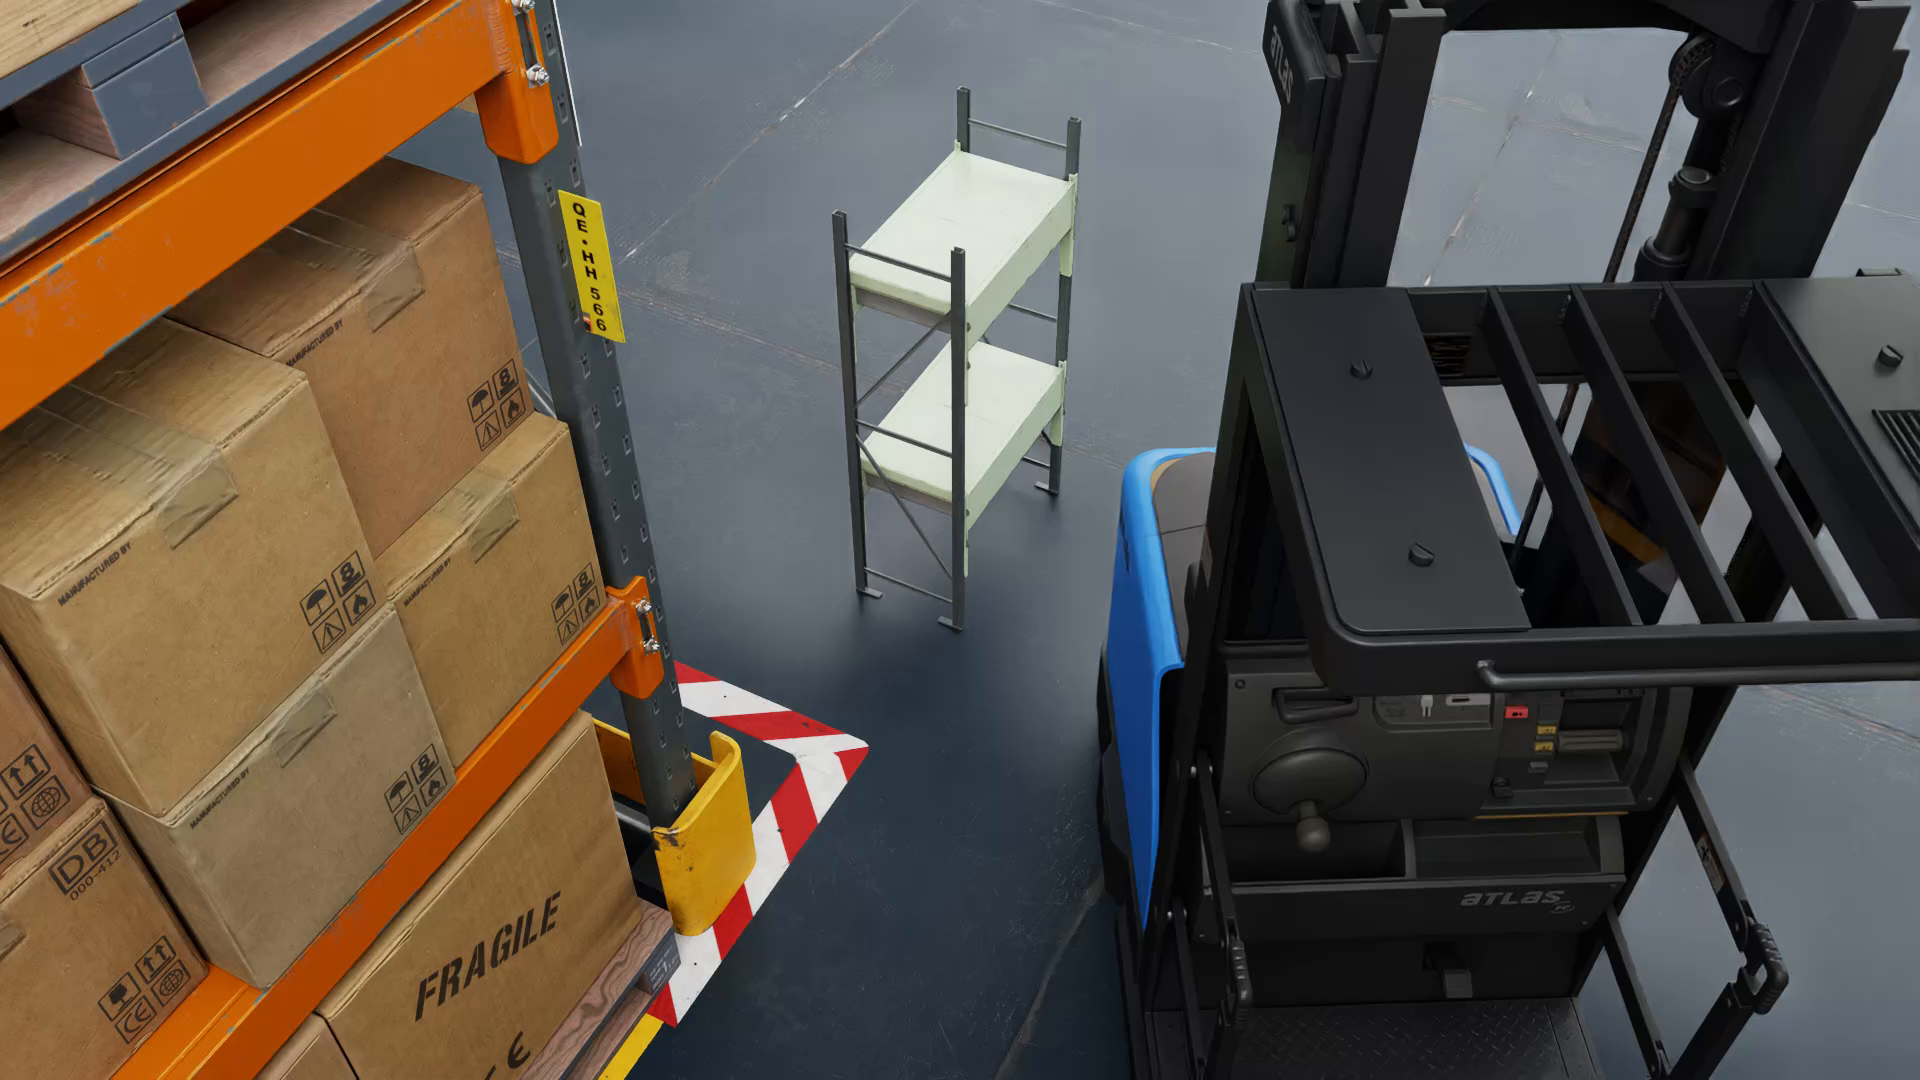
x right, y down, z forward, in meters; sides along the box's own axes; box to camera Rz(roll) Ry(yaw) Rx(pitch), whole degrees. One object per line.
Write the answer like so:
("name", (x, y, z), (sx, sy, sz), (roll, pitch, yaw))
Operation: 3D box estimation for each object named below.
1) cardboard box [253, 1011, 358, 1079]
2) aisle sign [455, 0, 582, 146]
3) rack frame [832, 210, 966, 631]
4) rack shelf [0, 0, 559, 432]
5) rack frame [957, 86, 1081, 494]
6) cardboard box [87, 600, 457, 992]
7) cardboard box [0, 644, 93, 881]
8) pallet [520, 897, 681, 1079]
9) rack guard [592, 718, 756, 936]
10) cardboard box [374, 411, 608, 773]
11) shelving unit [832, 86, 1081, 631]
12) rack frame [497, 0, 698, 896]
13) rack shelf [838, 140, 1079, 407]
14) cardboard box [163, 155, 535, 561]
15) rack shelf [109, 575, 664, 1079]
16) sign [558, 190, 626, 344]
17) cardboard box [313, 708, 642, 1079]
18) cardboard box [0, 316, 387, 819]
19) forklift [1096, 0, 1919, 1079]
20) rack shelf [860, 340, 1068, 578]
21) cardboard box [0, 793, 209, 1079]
("cardboard box", (-1.840, 1.389, 3.467), (0.875, 0.875, 0.875), (20, 49, 18))
("aisle sign", (-0.879, -1.074, 2.875), (0.394, 0.787, 0.004), (20, 49, 19))
("rack frame", (-0.167, -0.301, 4.993), (0.400, 1.500, 0.023), (20, 49, 19))
("rack shelf", (-2.106, 0.244, 1.797), (1.077, 0.370, 4.000), (20, 49, 19))
("rack frame", (0.173, -0.762, 5.449), (0.400, 1.500, 0.023), (20, 49, 19))
("cardboard box", (-1.545, 0.335, 3.204), (0.875, 0.550, 0.550), (20, 49, 19))
("cardboard box", (-1.938, 0.259, 2.521), (0.875, 0.550, 0.550), (20, 49, 19))
("pallet", (-1.479, 1.295, 4.322), (1.003, 0.211, 1.213), (20, 49, 19))
("rack guard", (-1.166, 0.649, 4.757), (1.175, 0.500, 0.348), (20, 49, 19))
("cardboard box", (-1.309, -0.019, 3.554), (0.875, 0.550, 0.550), (20, 49, 19))
("shelving unit", (0.003, -0.531, 5.221), (0.431, 1.500, 0.755), (20, 49, 19))
("rack frame", (-1.177, -0.215, 3.853), (1.000, 3.000, 0.127), (20, 49, 19))
("rack shelf", (0.003, -0.806, 4.943), (0.431, 0.370, 0.720), (20, 49, 19))
("cardboard box", (-1.384, -0.426, 3.197), (0.875, 0.550, 0.550), (20, 49, 19))
("rack shelf", (-2.106, 1.298, 2.864), (1.077, 0.370, 4.000), (20, 49, 19))
("sign", (-0.703, -0.517, 3.171), (0.100, 0.325, 0.005), (20, 49, 19))
("cardboard box", (-1.433, 0.834, 4.016), (0.875, 0.875, 0.875), (21, 49, 19))
("cardboard box", (-1.557, -0.049, 2.825), (0.875, 0.550, 0.550), (20, 49, 19))
("forklift", (1.001, 0.513, 3.183), (1.130, 2.935, 3.031), (-2, 45, -2))
("rack shelf", (0.003, -0.302, 5.453), (0.431, 0.370, 0.720), (20, 49, 19))
("cardboard box", (-1.916, 0.646, 2.897), (0.875, 0.550, 0.550), (20, 49, 19))
